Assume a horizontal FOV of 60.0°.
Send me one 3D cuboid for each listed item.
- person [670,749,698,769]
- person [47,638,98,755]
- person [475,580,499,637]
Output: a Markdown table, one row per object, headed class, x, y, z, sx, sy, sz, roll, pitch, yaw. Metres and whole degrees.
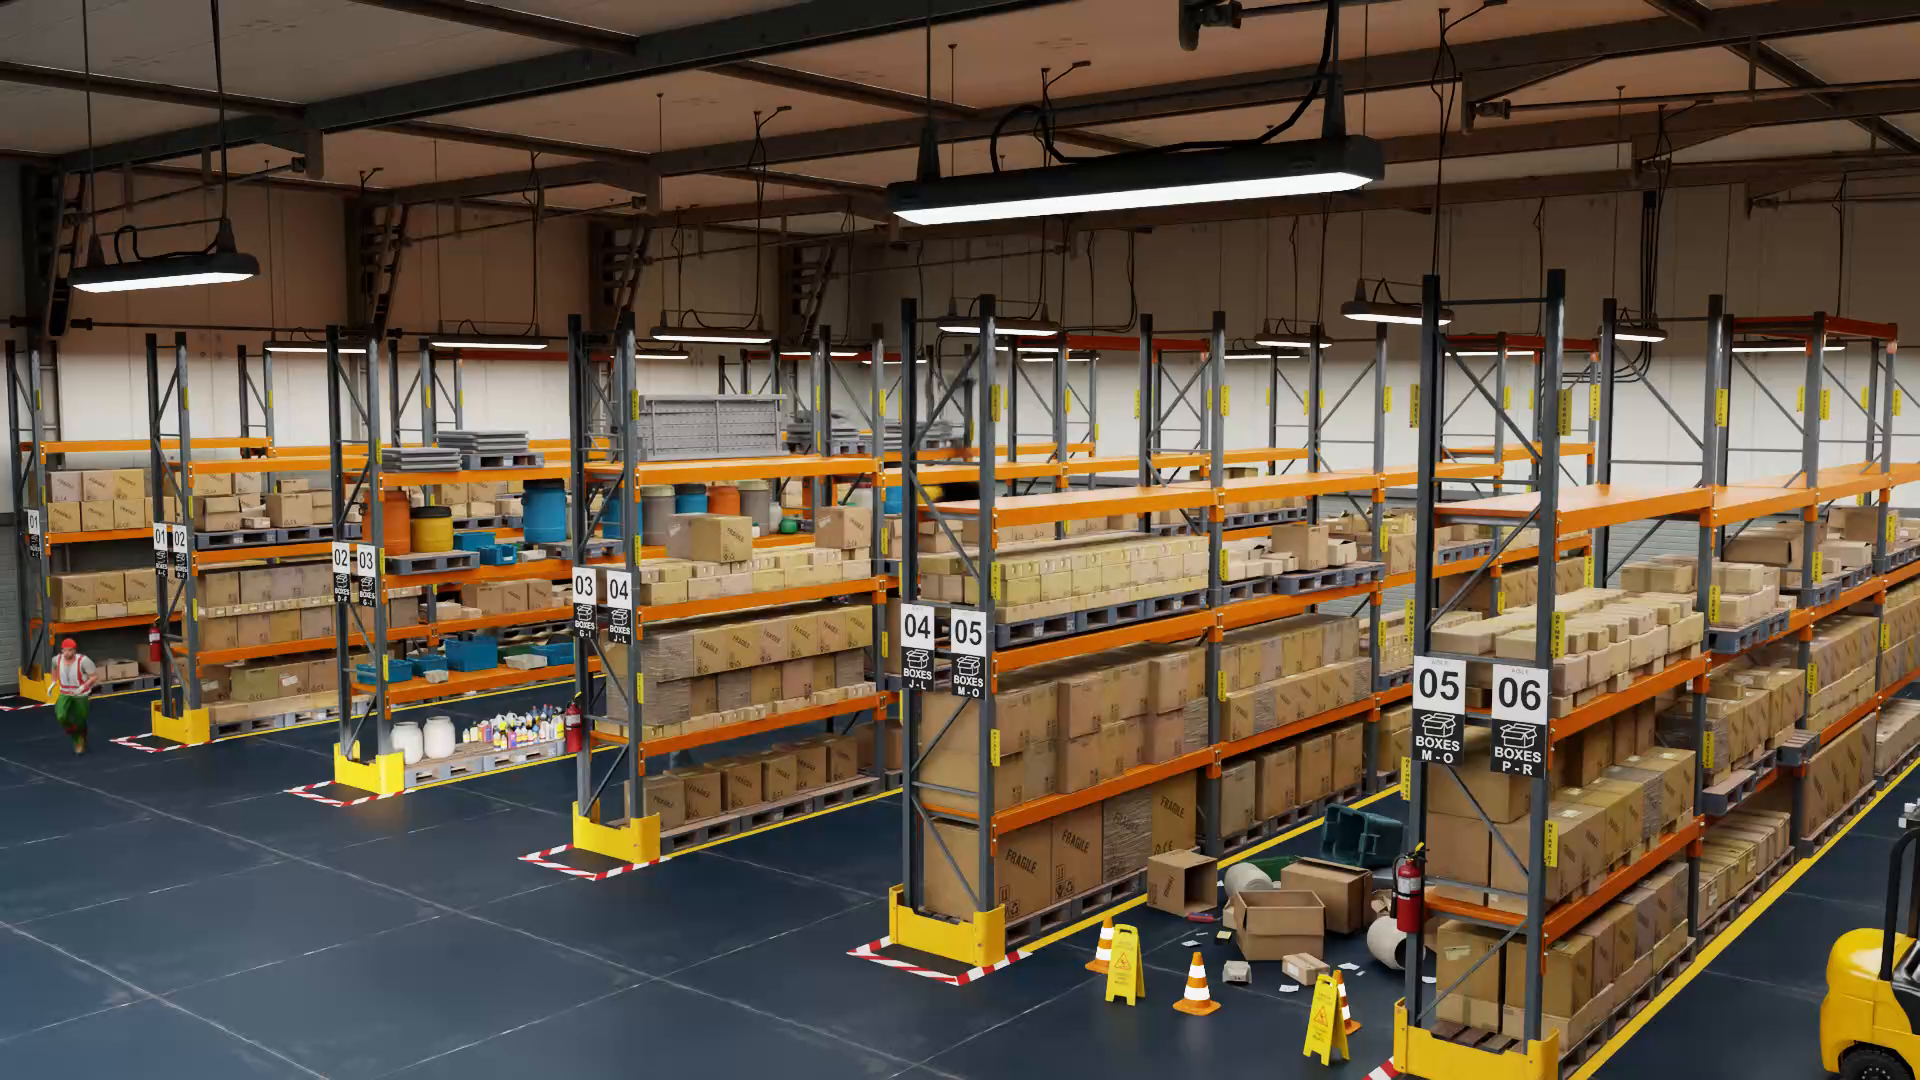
| class | x | y | z | sx | sy | sz | roll | pitch | yaw |
| --- | --- | --- | --- | --- | --- | --- | --- | --- | --- |
| person | -3.558 | 2.359 | 21.092 | 0.688 | 1.781 | 0.950 | 3 | 6 | 30 |
| person | -12.633 | 2.213 | 23.728 | 0.697 | 1.711 | 0.865 | -1 | 5 | -11 |
| person | -8.755 | 1.568 | 30.694 | 0.555 | 1.679 | 0.624 | 4 | 7 | 38 |
